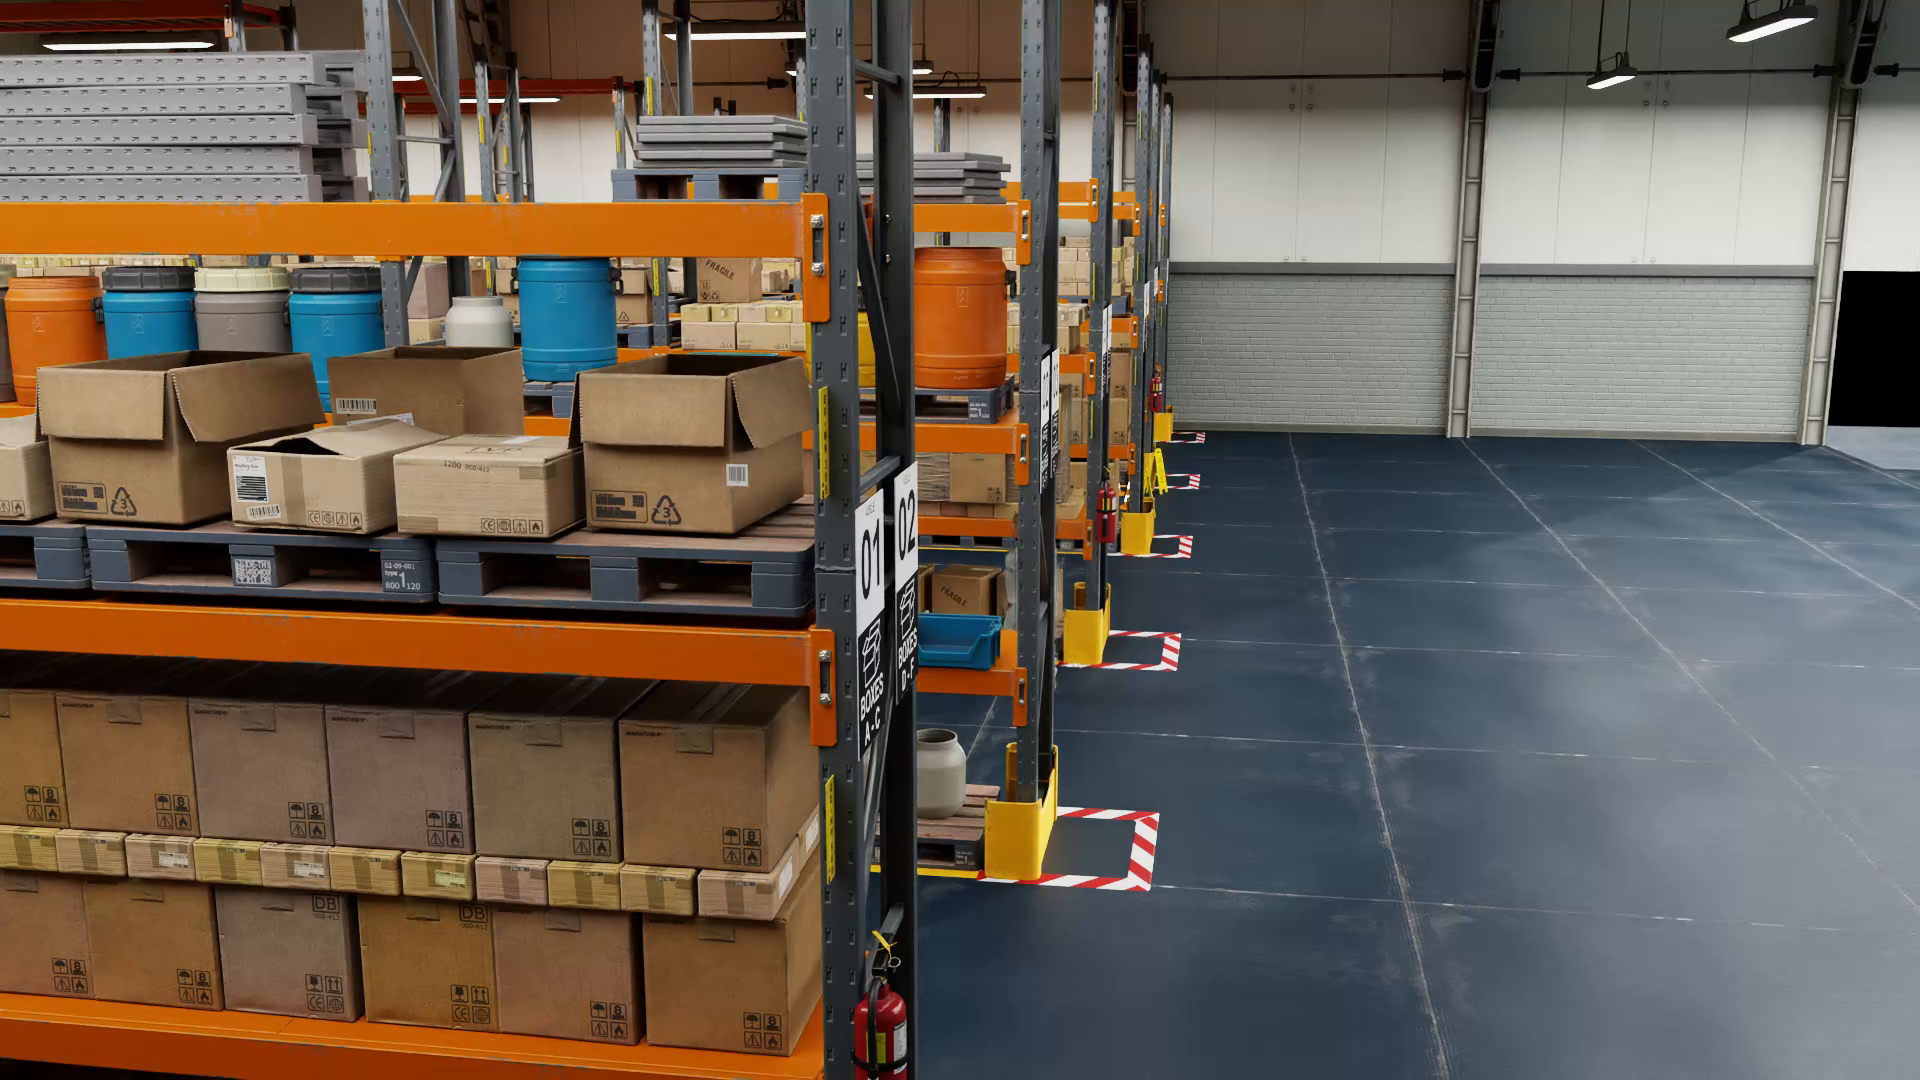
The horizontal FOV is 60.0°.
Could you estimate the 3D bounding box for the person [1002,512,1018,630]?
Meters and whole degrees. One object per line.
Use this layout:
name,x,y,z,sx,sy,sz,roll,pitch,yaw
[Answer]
person,0.540,0.537,13.948,0.432,1.591,0.414,0,11,1
